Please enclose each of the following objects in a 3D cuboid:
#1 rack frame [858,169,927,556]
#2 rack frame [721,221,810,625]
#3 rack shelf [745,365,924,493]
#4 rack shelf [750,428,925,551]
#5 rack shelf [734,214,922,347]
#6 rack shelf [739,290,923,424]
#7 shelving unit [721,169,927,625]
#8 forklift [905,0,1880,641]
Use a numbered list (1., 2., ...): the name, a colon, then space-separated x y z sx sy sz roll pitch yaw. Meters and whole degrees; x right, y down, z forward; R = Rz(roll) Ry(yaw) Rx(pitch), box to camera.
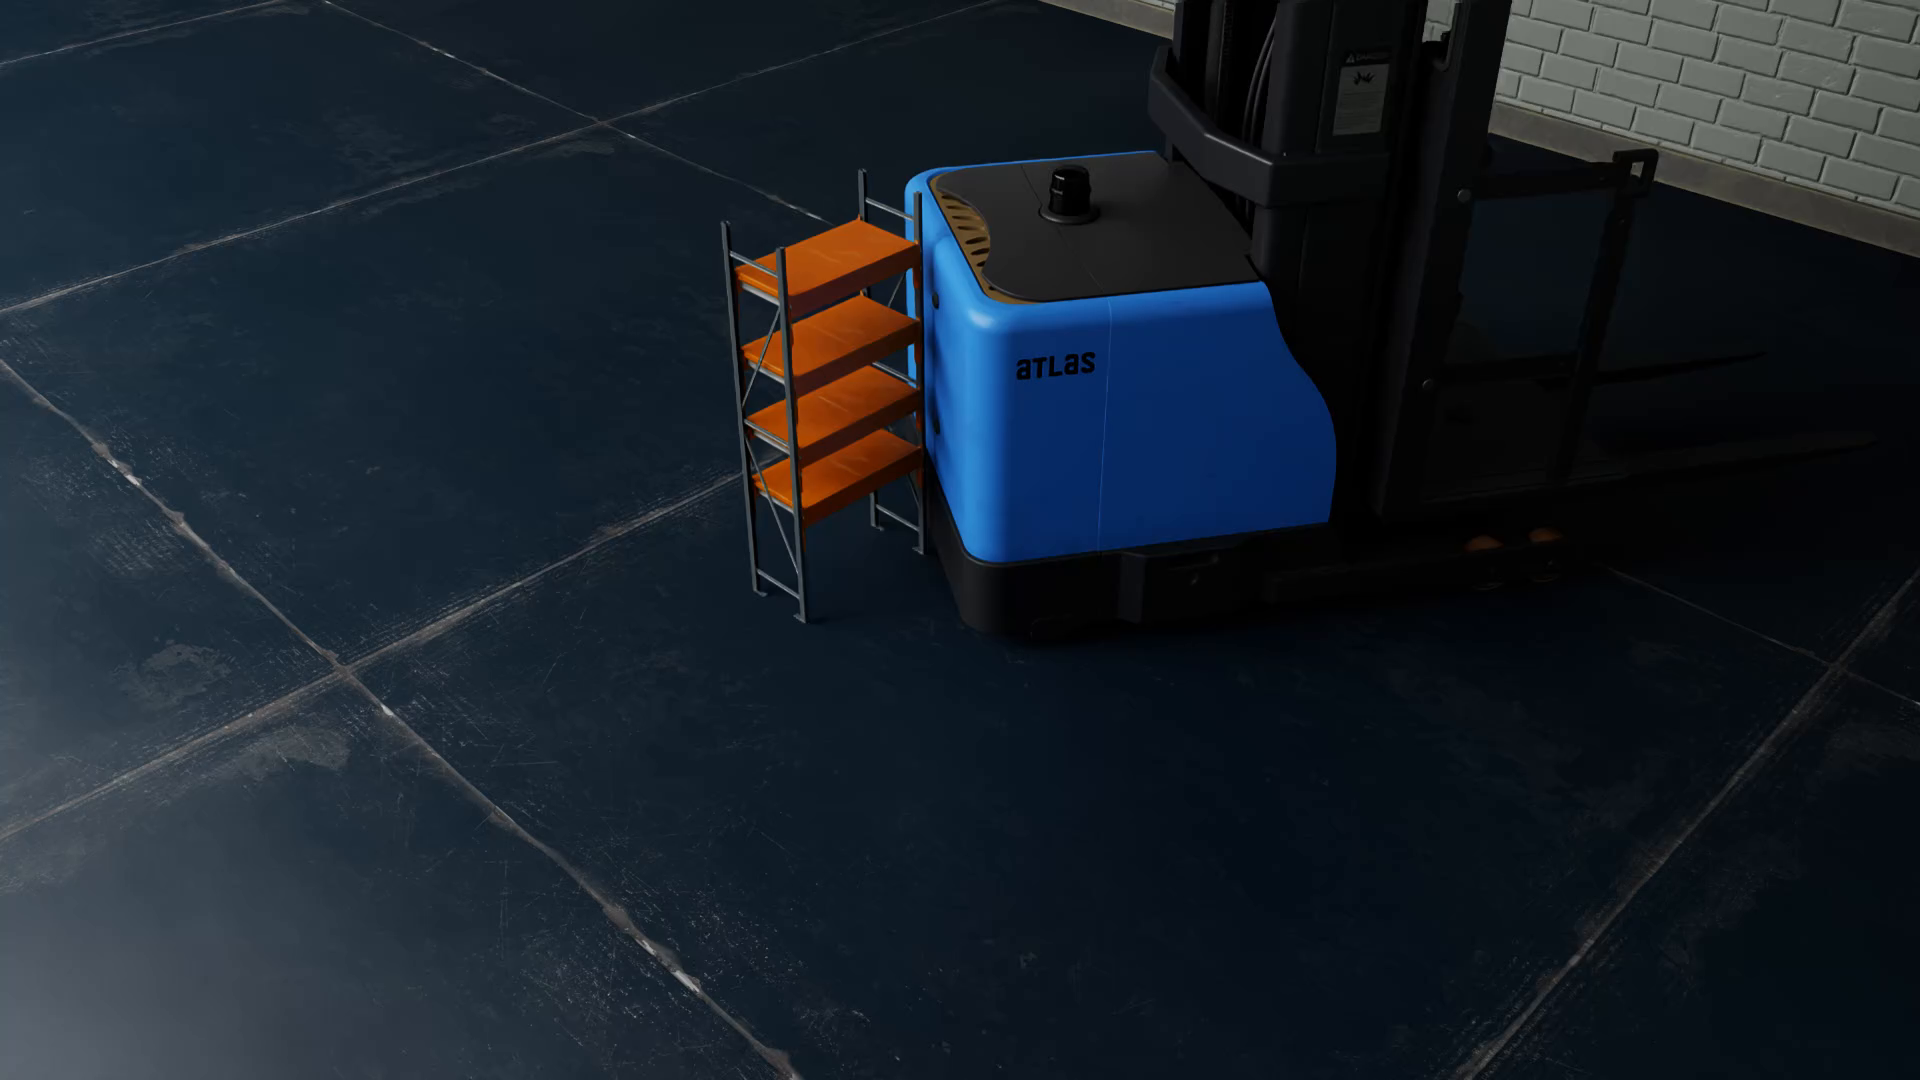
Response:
1. rack frame: -0.193 -0.493 4.908 0.240 1.200 0.015 29 44 35
2. rack frame: -0.534 -0.293 4.622 0.240 1.200 0.015 29 44 35
3. rack shelf: -0.364 -0.338 4.803 0.258 0.148 0.480 29 44 35
4. rack shelf: -0.364 -0.175 4.917 0.258 0.148 0.480 29 44 35
5. rack shelf: -0.364 -0.715 4.540 0.258 0.148 0.480 29 44 35
6. rack shelf: -0.364 -0.521 4.675 0.258 0.148 0.480 29 44 35
7. shelving unit: -0.364 -0.393 4.765 0.258 1.200 0.503 29 44 35
8. forklift: 1.394 -1.339 4.608 3.031 2.935 1.130 -7 36 -10
